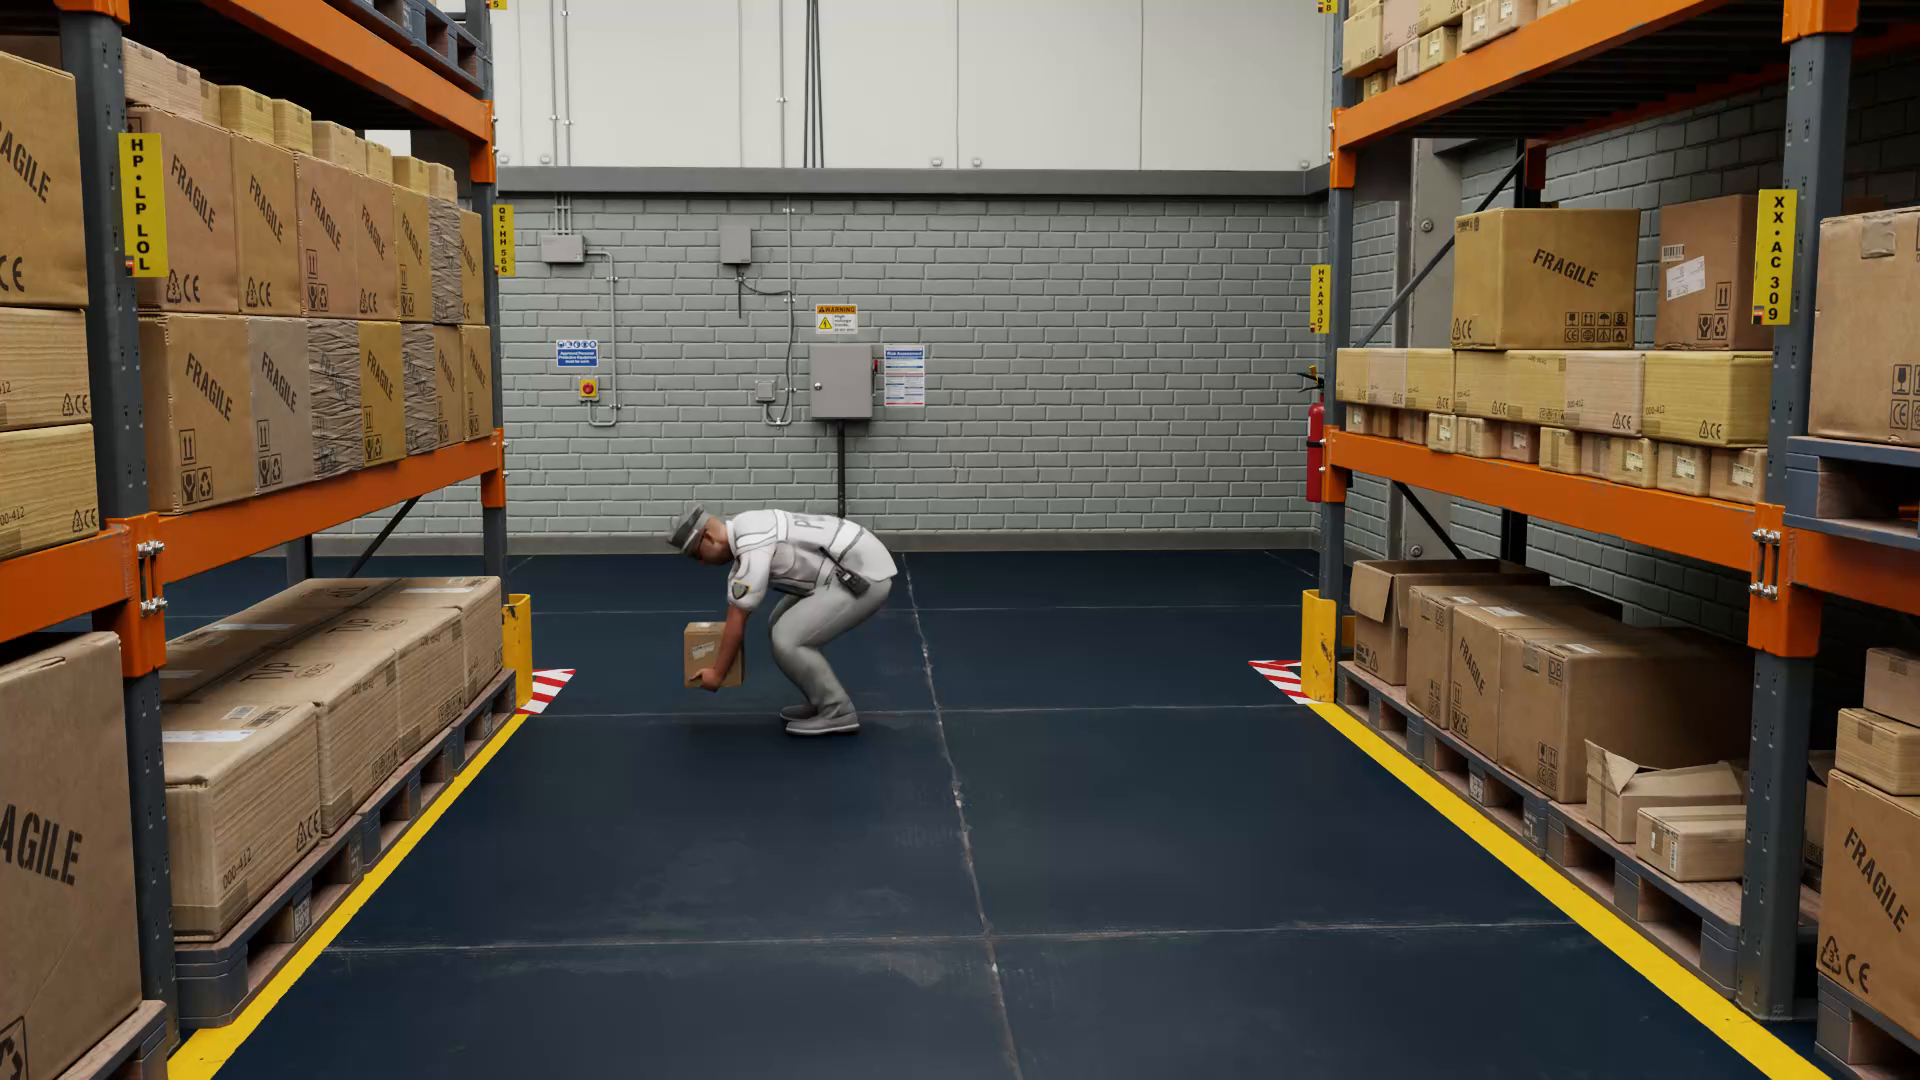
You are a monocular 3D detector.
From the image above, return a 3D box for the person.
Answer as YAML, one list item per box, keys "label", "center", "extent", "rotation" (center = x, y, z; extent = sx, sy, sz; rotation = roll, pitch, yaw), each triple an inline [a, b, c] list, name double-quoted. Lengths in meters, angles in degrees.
- label: "person"
  center: [-0.791, 0.338, 7.442]
  extent: [1.023, 1.030, 0.536]
  rotation: [-1, 7, -6]
